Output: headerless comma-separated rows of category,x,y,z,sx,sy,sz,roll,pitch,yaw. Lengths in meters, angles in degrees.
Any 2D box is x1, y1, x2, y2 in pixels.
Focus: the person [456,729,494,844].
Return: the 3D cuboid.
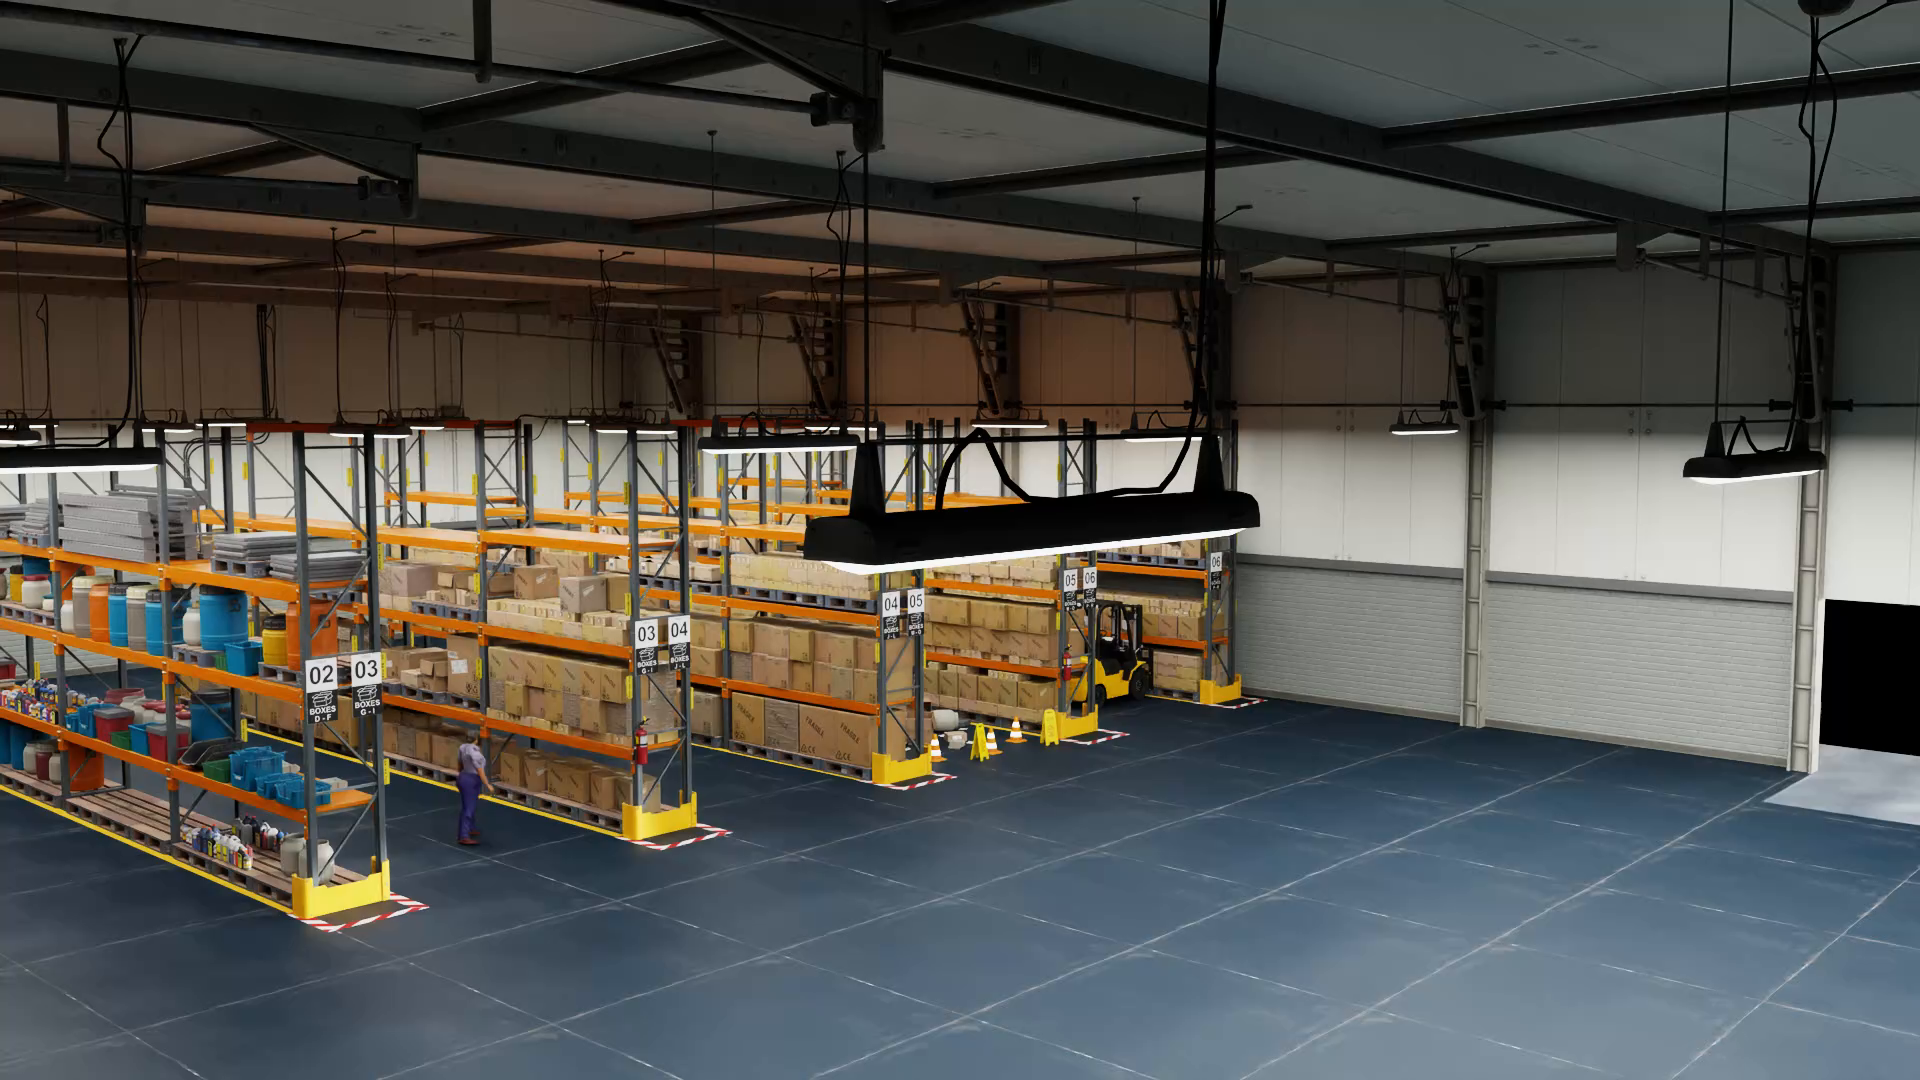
person,-7.111,3.566,24.165,0.523,1.682,0.670,-3,6,-33
